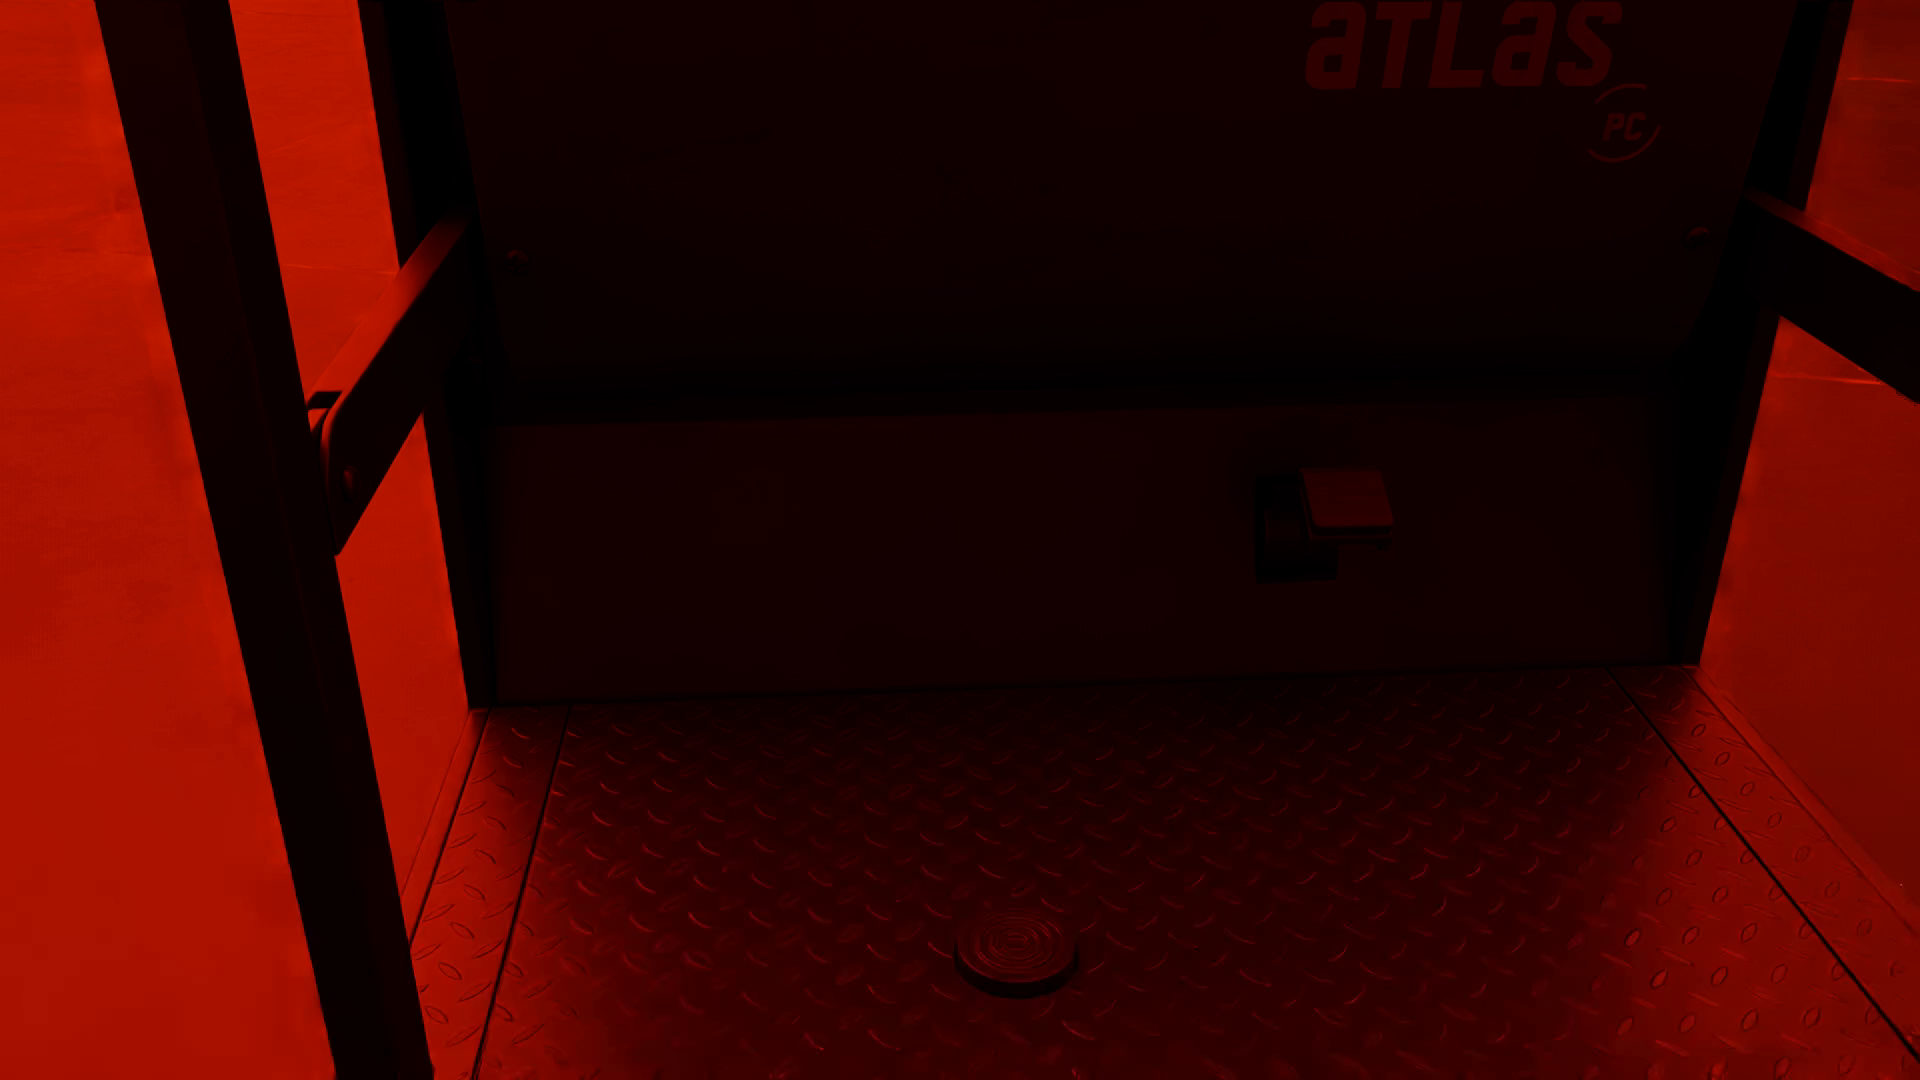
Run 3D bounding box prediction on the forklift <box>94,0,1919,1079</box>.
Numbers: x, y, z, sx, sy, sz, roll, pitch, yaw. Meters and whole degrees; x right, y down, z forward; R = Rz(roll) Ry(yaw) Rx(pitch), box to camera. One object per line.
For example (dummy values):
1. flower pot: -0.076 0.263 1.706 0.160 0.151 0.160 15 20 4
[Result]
1. forklift: 0.134 -0.769 0.771 1.130 2.935 3.031 -2 27 -3
